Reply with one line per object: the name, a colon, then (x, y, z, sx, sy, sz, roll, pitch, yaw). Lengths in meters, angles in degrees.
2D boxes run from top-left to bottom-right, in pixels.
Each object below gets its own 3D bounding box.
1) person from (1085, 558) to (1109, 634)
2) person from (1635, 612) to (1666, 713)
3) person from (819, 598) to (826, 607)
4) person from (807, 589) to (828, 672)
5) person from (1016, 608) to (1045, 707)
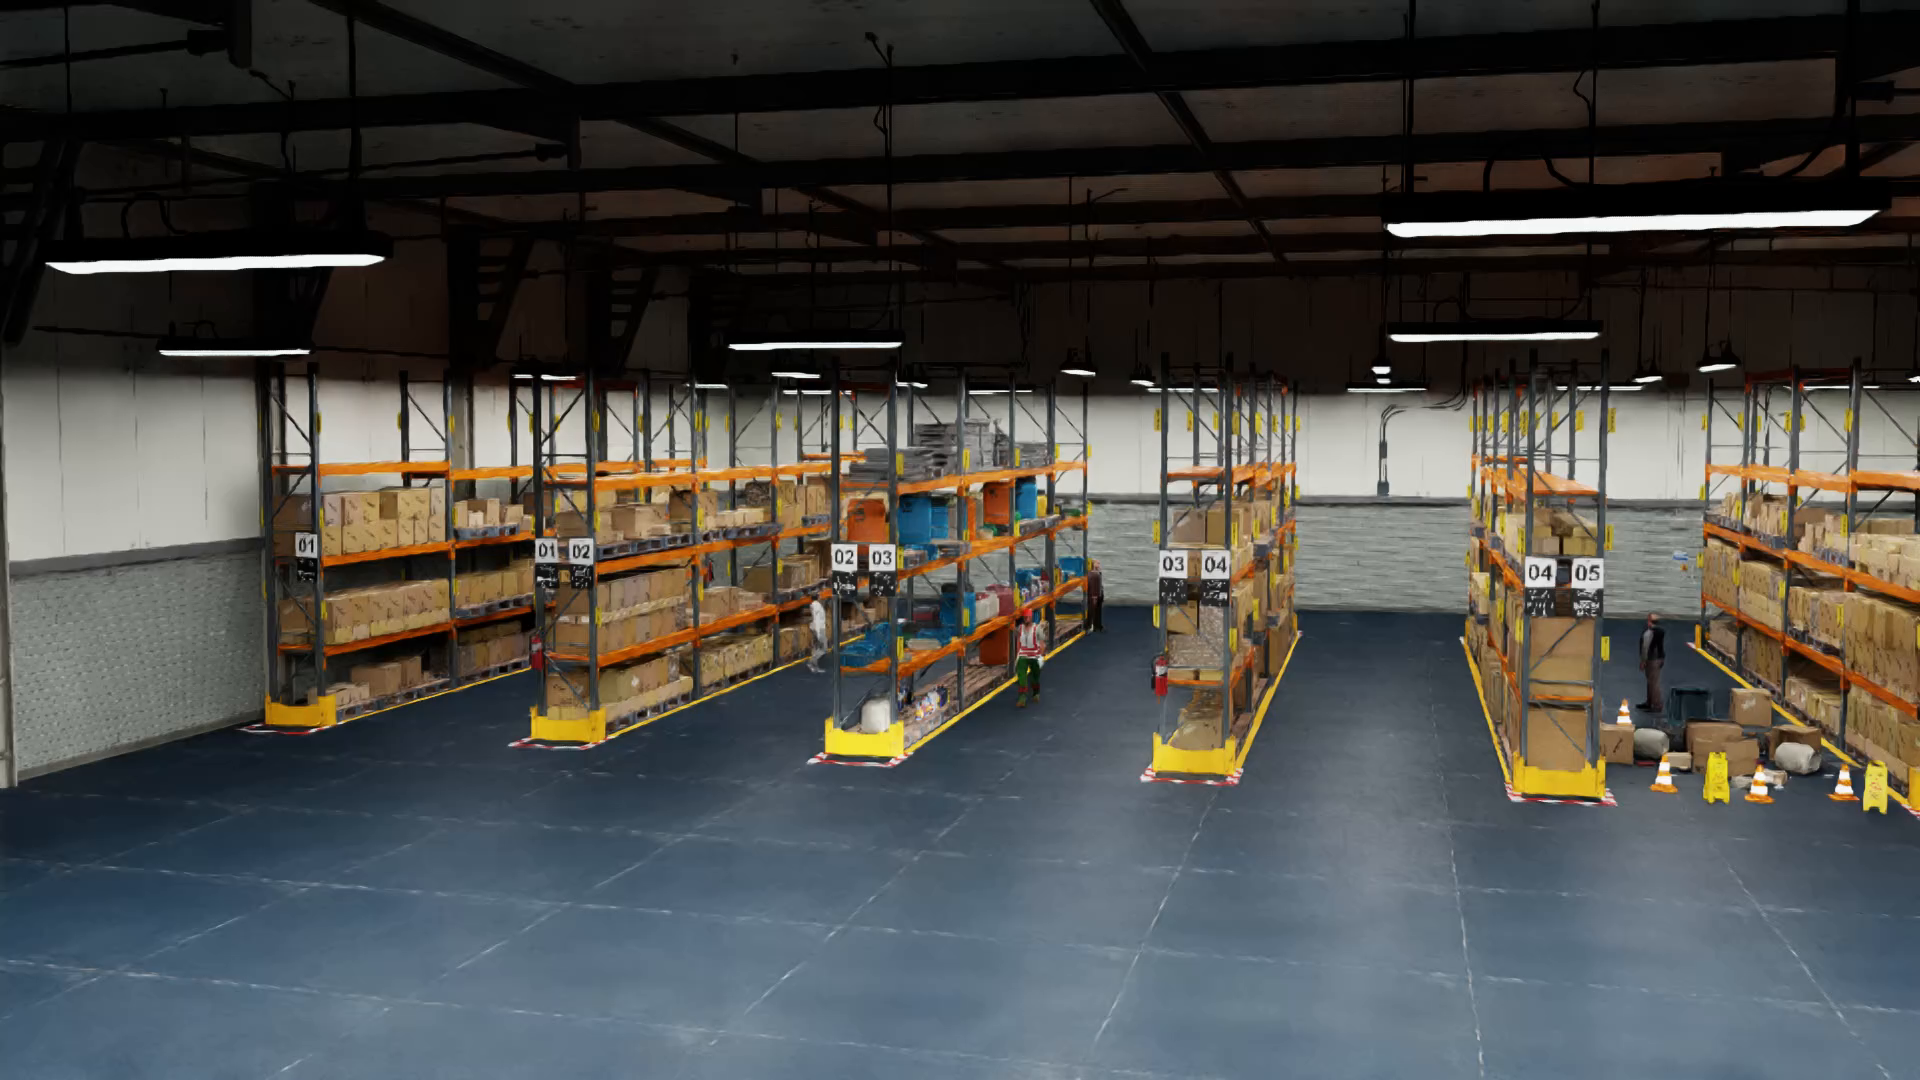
person: (3.215, 1.321, 39.455, 0.432, 1.782, 0.737, 2, 5, 32)
person: (11.952, 2.109, 28.796, 0.627, 1.707, 0.569, -4, 6, -45)
person: (-3.543, 1.150, 42.606, 0.367, 1.688, 0.611, 1, 4, 8)
person: (-2.888, 1.821, 33.337, 0.413, 1.675, 0.517, -1, 4, -16)
person: (1.232, 2.063, 29.448, 0.567, 1.736, 1.044, 1, 4, 14)
